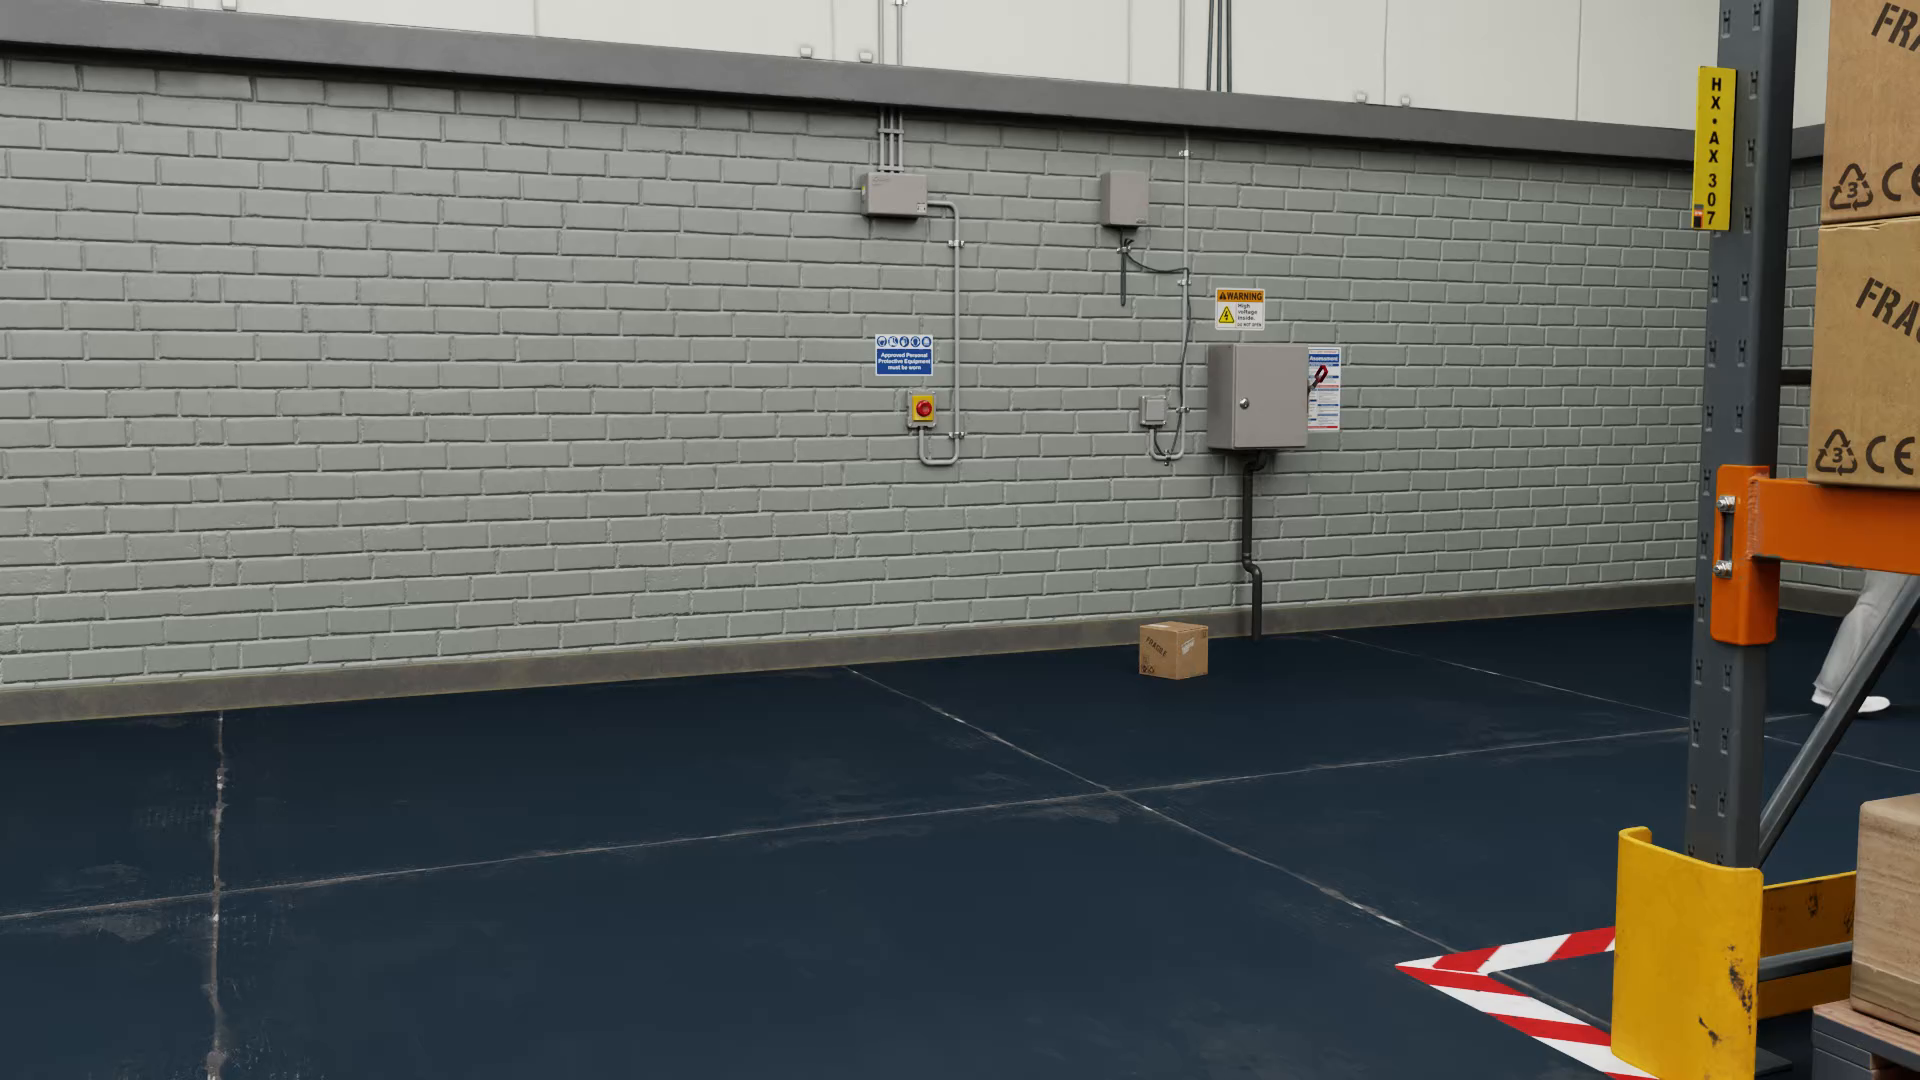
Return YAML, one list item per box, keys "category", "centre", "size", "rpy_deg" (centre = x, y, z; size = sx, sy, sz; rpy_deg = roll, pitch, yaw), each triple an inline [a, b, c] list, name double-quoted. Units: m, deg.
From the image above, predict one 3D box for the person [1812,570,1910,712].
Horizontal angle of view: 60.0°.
- category: "person"
  centre: [4.279, -0.045, 7.313]
  size: [0.912, 1.633, 0.456]
  rpy_deg: [1, 6, 13]
